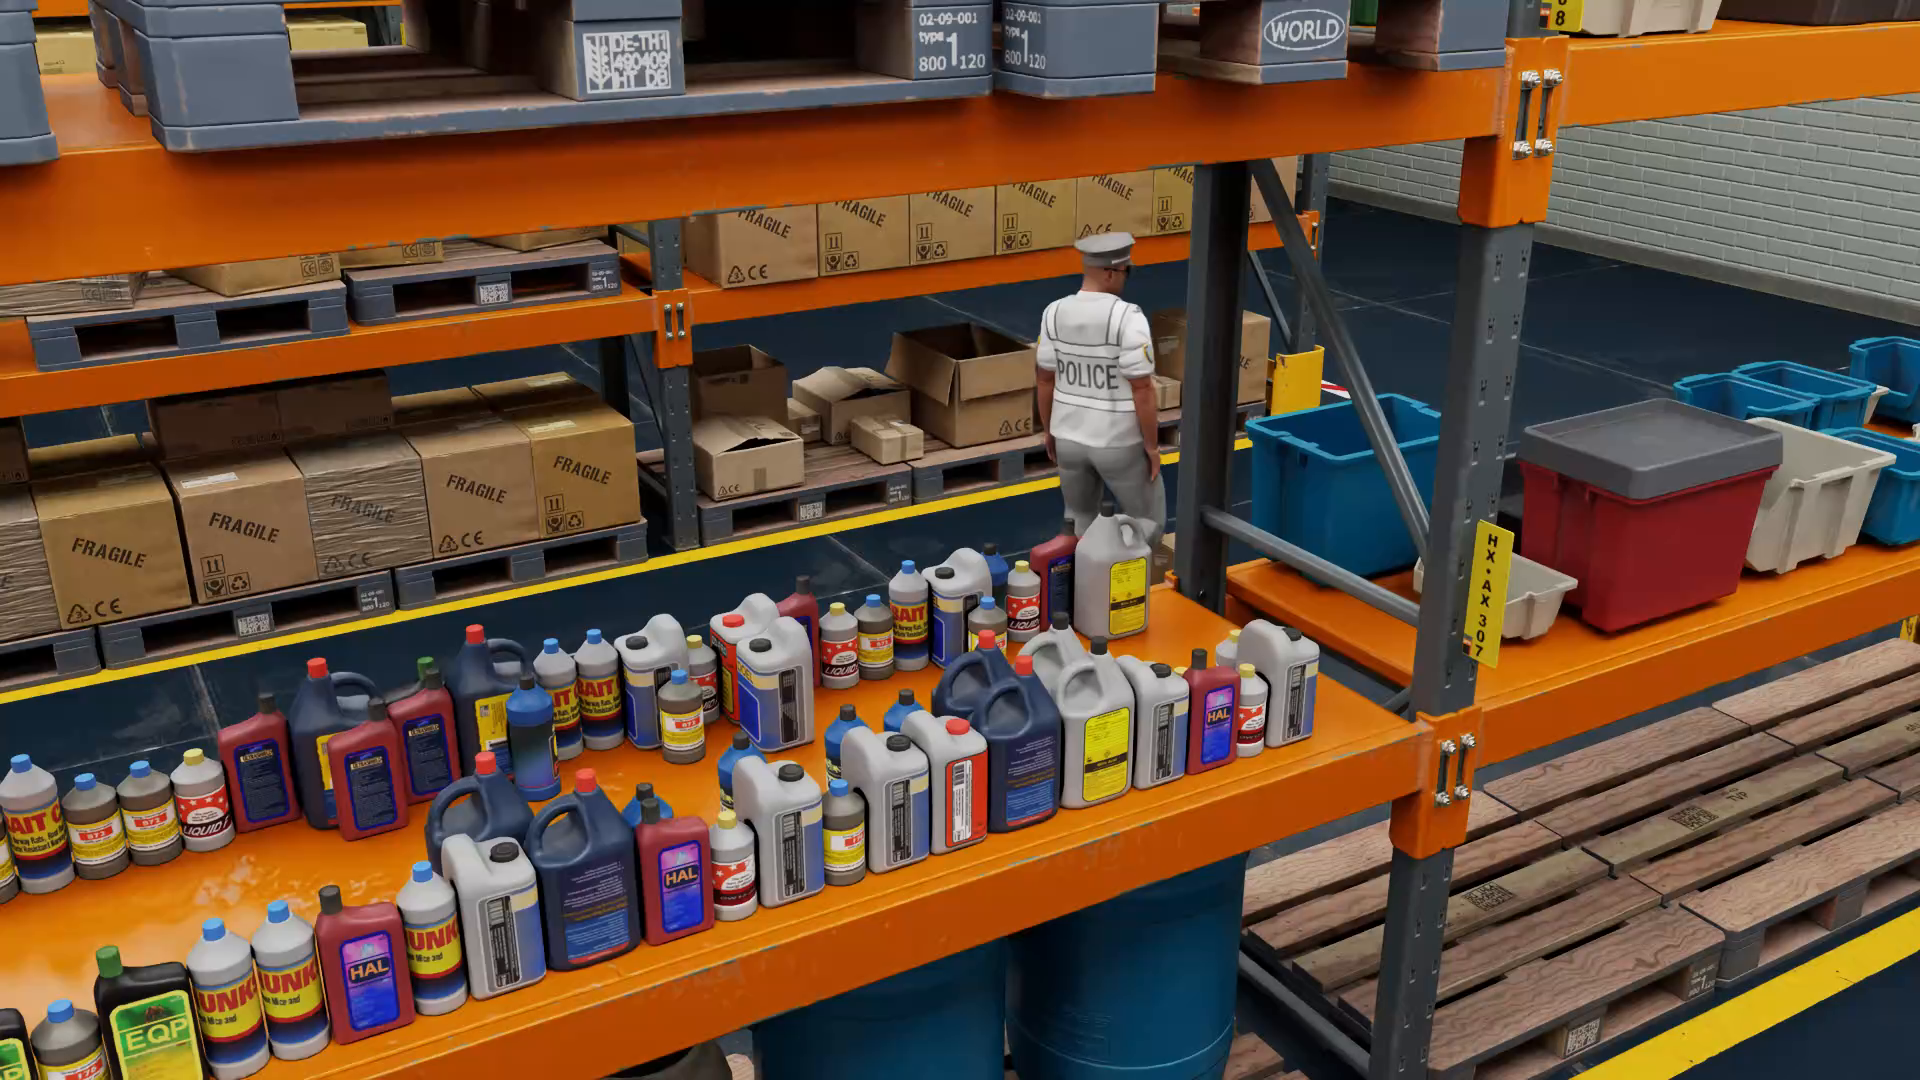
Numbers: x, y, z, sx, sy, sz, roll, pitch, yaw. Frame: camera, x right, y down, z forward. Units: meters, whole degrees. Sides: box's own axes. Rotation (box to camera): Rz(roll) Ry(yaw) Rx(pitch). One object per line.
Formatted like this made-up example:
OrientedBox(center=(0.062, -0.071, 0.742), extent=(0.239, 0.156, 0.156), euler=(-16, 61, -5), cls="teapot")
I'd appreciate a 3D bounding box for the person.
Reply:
OrientedBox(center=(0.595, -0.436, 7.123), extent=(0.589, 1.743, 0.654), euler=(13, 25, 29), cls="person")
